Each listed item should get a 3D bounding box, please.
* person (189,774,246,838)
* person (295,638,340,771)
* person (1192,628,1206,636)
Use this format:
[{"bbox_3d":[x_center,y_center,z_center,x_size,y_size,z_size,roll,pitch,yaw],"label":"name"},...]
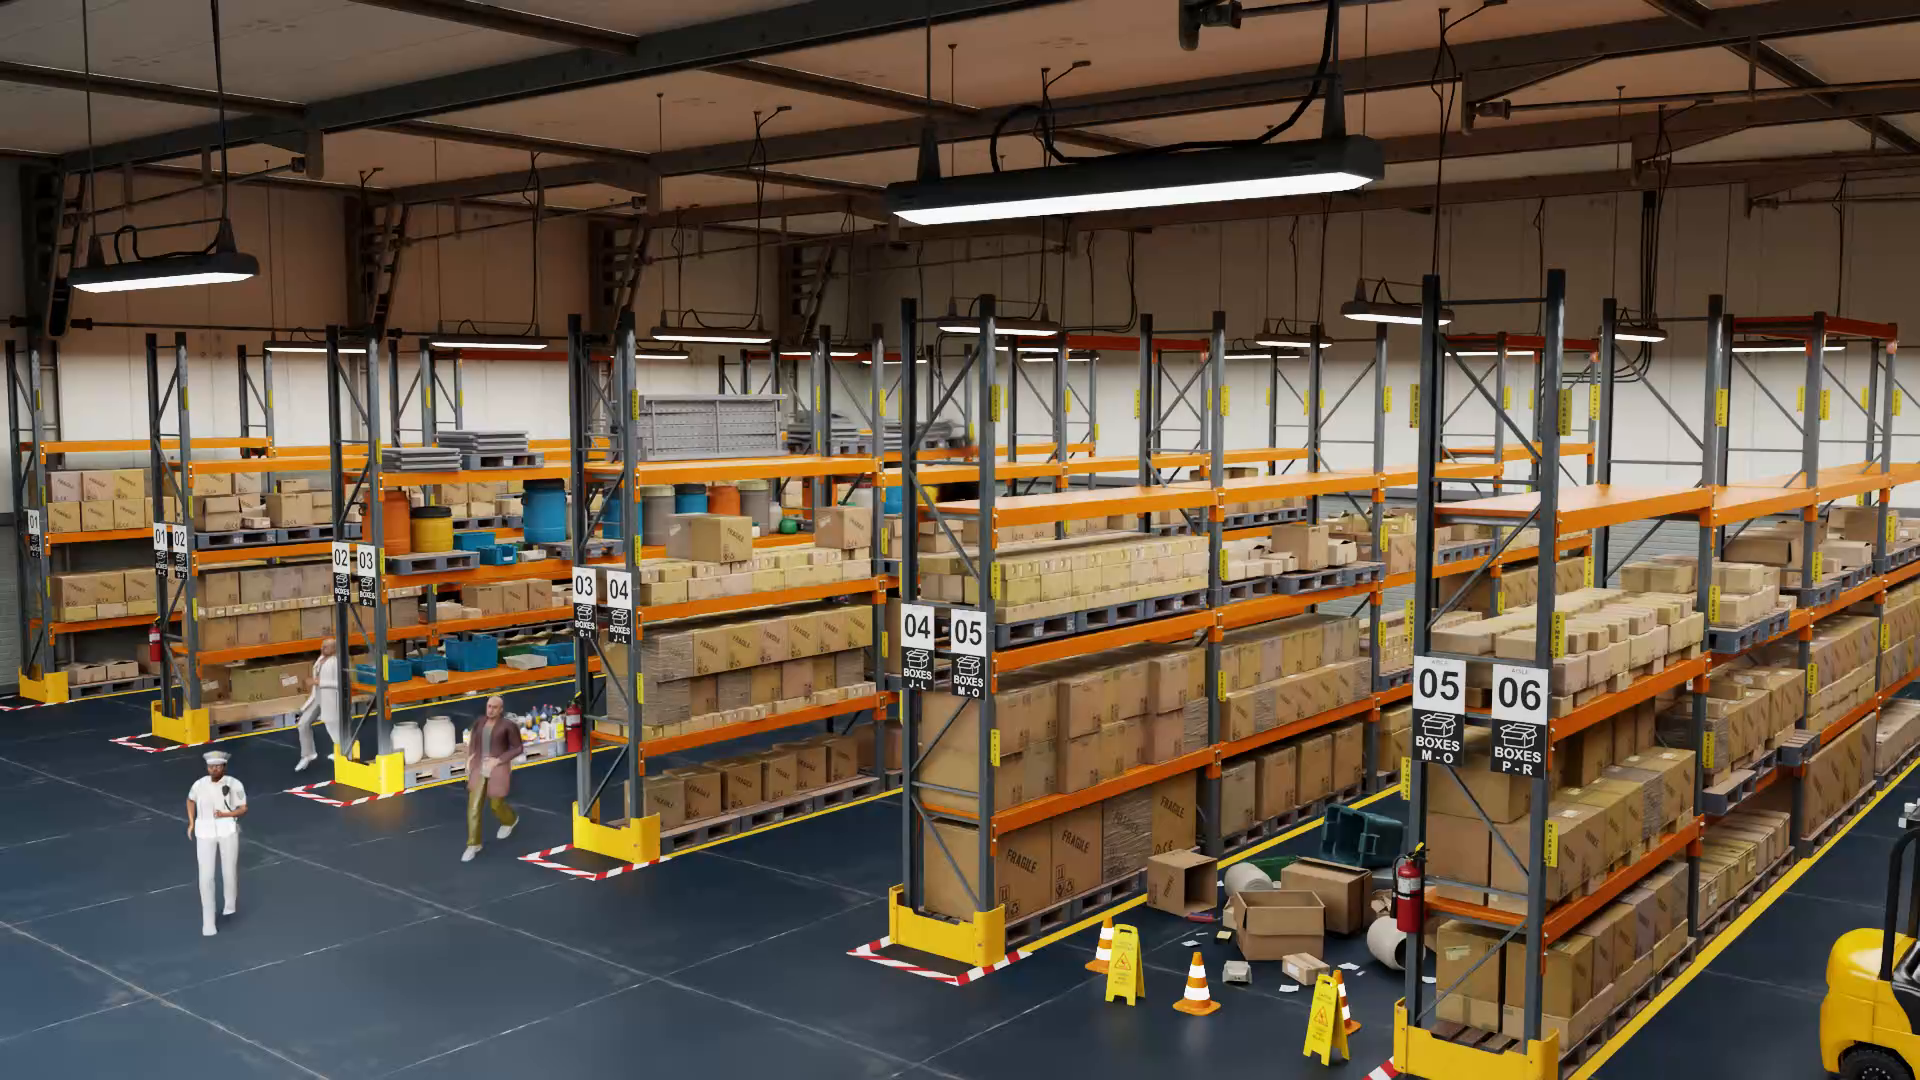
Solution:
[{"bbox_3d":[-7.156,2.538,16.024,0.512,0.569,0.424,-2,6,-21],"label":"person"},{"bbox_3d":[-8.658,2.243,22.852,0.699,1.812,0.818,2,6,22],"label":"person"},{"bbox_3d":[3.529,1.688,24.633,0.334,0.792,0.336,3,6,34],"label":"person"}]
